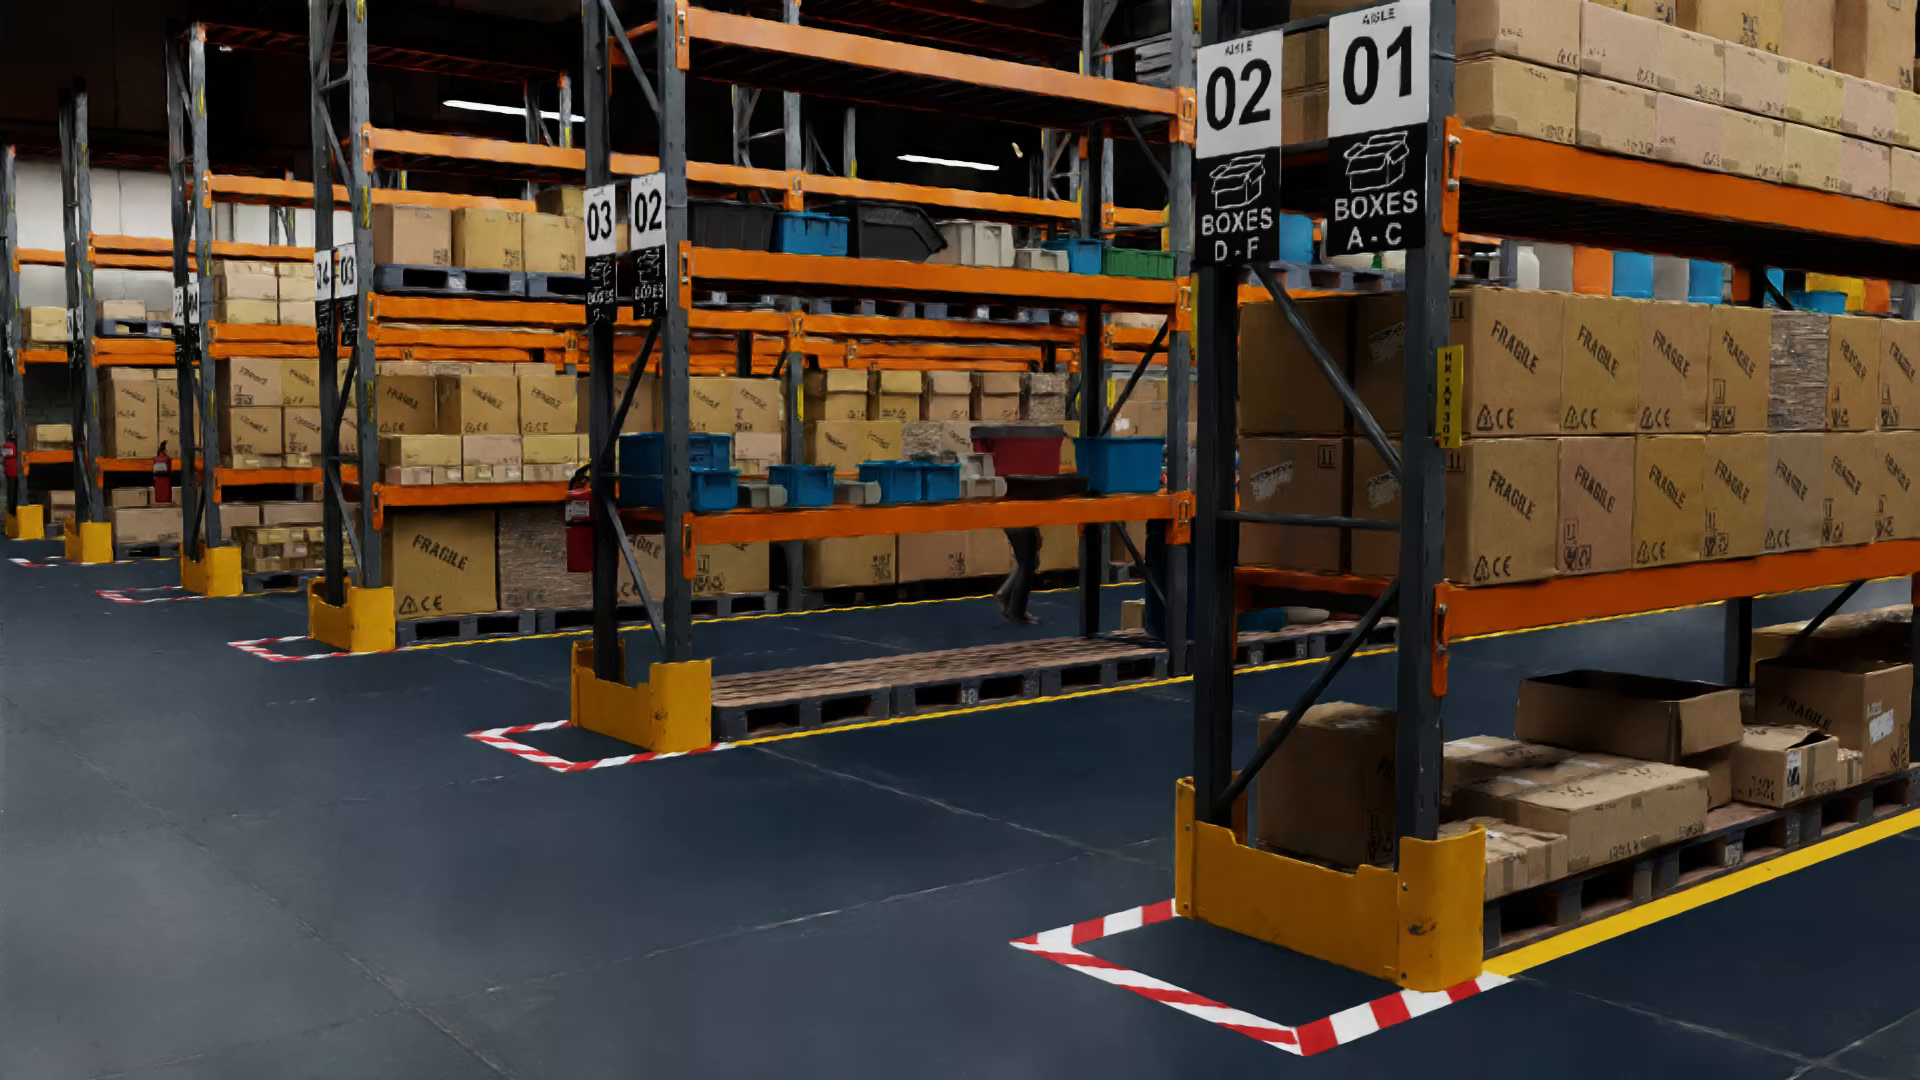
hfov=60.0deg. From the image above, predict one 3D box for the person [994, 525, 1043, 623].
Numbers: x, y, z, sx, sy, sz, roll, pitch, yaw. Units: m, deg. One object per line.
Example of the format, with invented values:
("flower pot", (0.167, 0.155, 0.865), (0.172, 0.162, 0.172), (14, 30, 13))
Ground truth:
("person", (0.558, -0.090, 14.715), (0.460, 1.655, 0.455), (-2, 5, -21))
